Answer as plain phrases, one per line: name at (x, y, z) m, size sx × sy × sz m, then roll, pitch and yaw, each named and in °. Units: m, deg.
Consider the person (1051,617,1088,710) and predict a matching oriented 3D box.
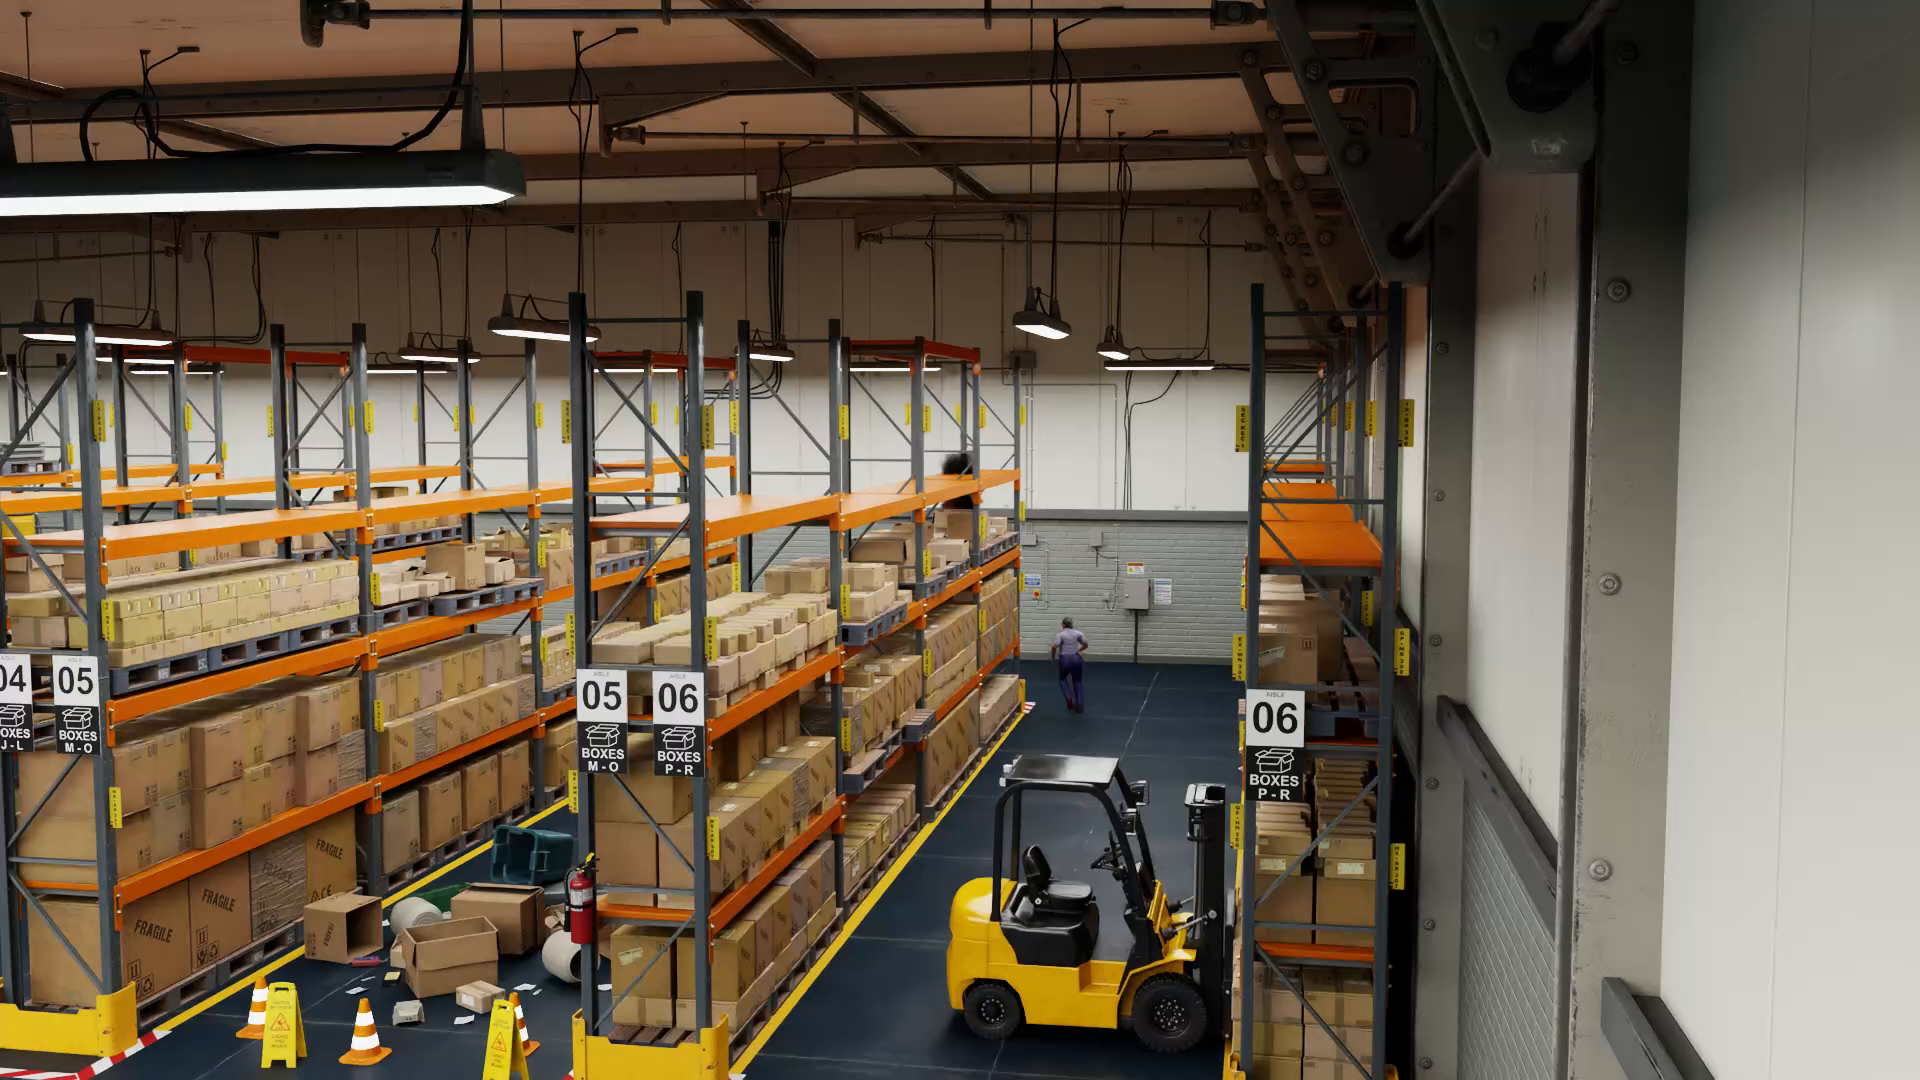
person at (1.830, 2.094, 28.276) m, size 0.679 × 1.614 × 0.567 m, roll -1°, pitch 5°, yaw -12°
